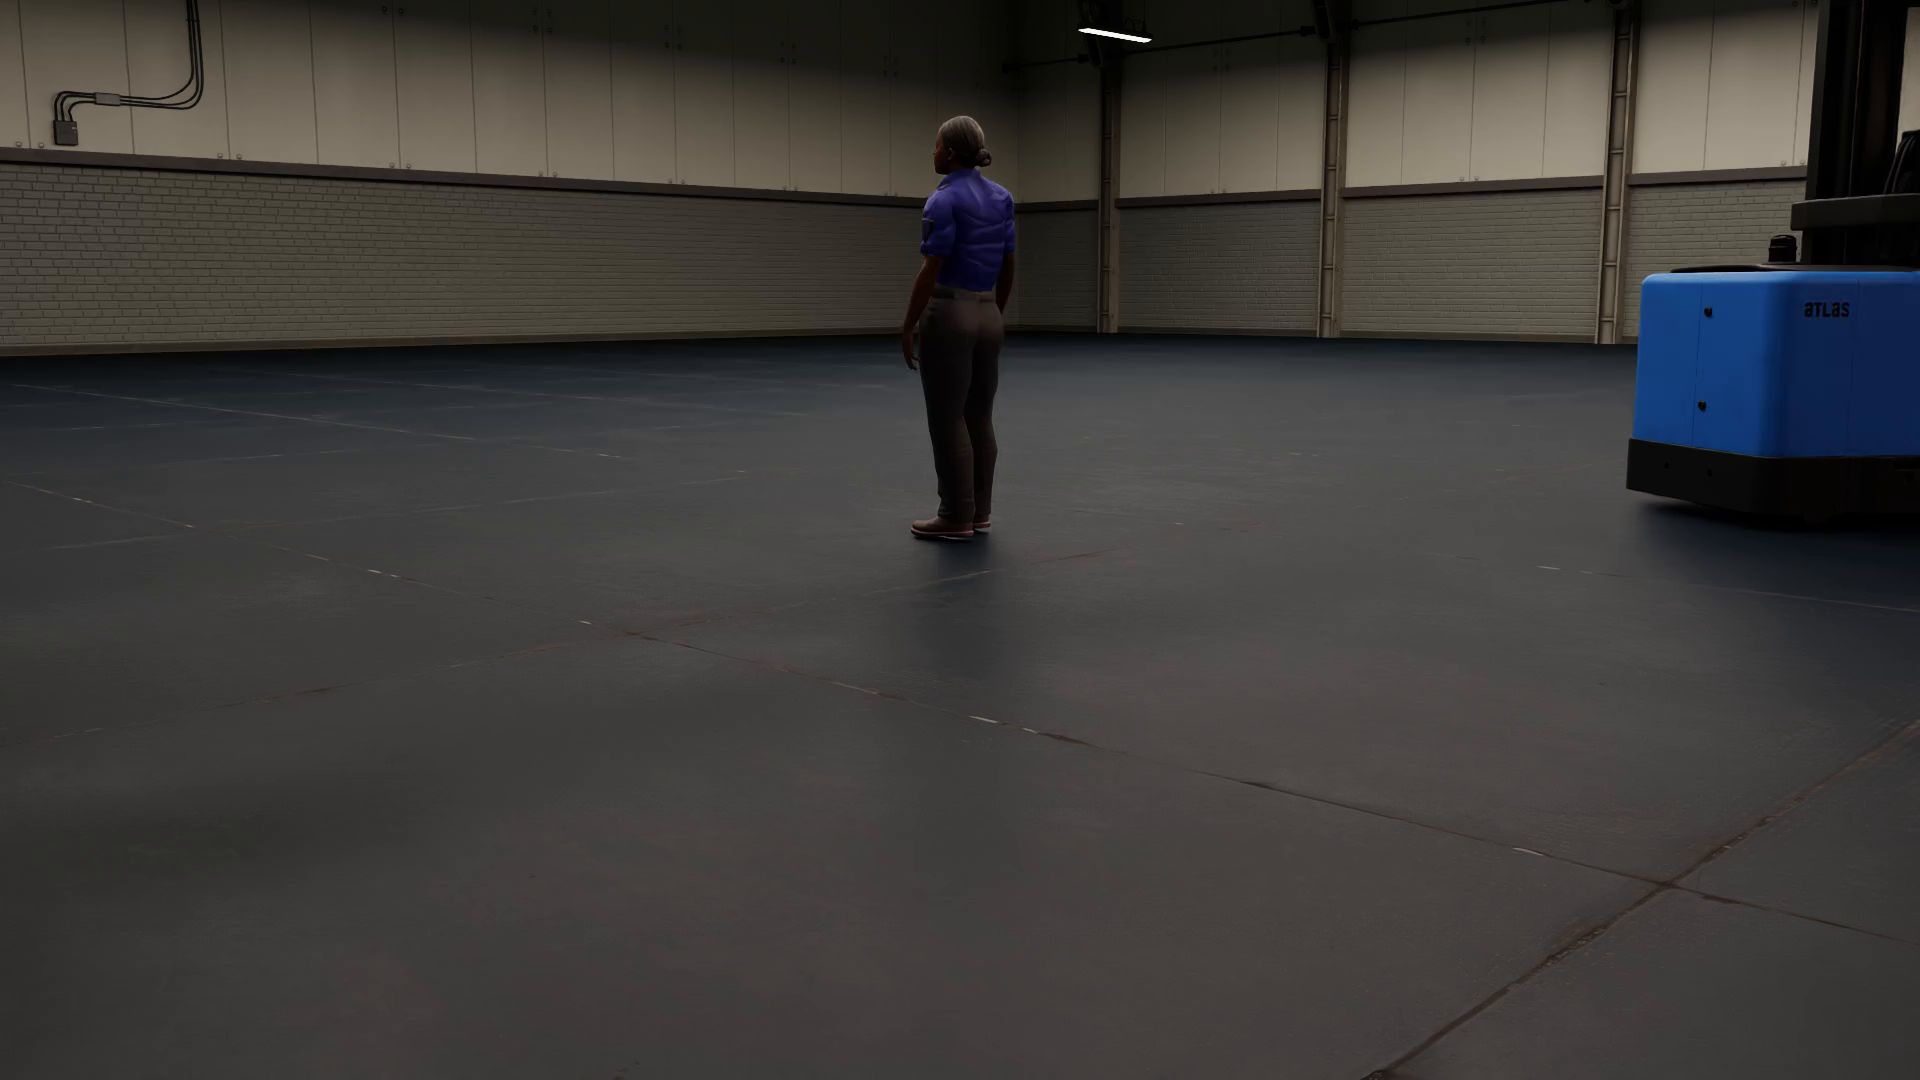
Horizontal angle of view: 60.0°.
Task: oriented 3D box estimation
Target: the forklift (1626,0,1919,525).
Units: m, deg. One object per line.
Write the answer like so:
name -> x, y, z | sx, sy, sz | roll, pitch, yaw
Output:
forklift -> 4.710, -1.598, 7.489 | 3.031, 2.935, 1.130 | -2, 9, -12

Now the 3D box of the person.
person -> -0.049, -0.837, 6.668 | 0.503, 1.656, 0.569 | 8, 12, 43
